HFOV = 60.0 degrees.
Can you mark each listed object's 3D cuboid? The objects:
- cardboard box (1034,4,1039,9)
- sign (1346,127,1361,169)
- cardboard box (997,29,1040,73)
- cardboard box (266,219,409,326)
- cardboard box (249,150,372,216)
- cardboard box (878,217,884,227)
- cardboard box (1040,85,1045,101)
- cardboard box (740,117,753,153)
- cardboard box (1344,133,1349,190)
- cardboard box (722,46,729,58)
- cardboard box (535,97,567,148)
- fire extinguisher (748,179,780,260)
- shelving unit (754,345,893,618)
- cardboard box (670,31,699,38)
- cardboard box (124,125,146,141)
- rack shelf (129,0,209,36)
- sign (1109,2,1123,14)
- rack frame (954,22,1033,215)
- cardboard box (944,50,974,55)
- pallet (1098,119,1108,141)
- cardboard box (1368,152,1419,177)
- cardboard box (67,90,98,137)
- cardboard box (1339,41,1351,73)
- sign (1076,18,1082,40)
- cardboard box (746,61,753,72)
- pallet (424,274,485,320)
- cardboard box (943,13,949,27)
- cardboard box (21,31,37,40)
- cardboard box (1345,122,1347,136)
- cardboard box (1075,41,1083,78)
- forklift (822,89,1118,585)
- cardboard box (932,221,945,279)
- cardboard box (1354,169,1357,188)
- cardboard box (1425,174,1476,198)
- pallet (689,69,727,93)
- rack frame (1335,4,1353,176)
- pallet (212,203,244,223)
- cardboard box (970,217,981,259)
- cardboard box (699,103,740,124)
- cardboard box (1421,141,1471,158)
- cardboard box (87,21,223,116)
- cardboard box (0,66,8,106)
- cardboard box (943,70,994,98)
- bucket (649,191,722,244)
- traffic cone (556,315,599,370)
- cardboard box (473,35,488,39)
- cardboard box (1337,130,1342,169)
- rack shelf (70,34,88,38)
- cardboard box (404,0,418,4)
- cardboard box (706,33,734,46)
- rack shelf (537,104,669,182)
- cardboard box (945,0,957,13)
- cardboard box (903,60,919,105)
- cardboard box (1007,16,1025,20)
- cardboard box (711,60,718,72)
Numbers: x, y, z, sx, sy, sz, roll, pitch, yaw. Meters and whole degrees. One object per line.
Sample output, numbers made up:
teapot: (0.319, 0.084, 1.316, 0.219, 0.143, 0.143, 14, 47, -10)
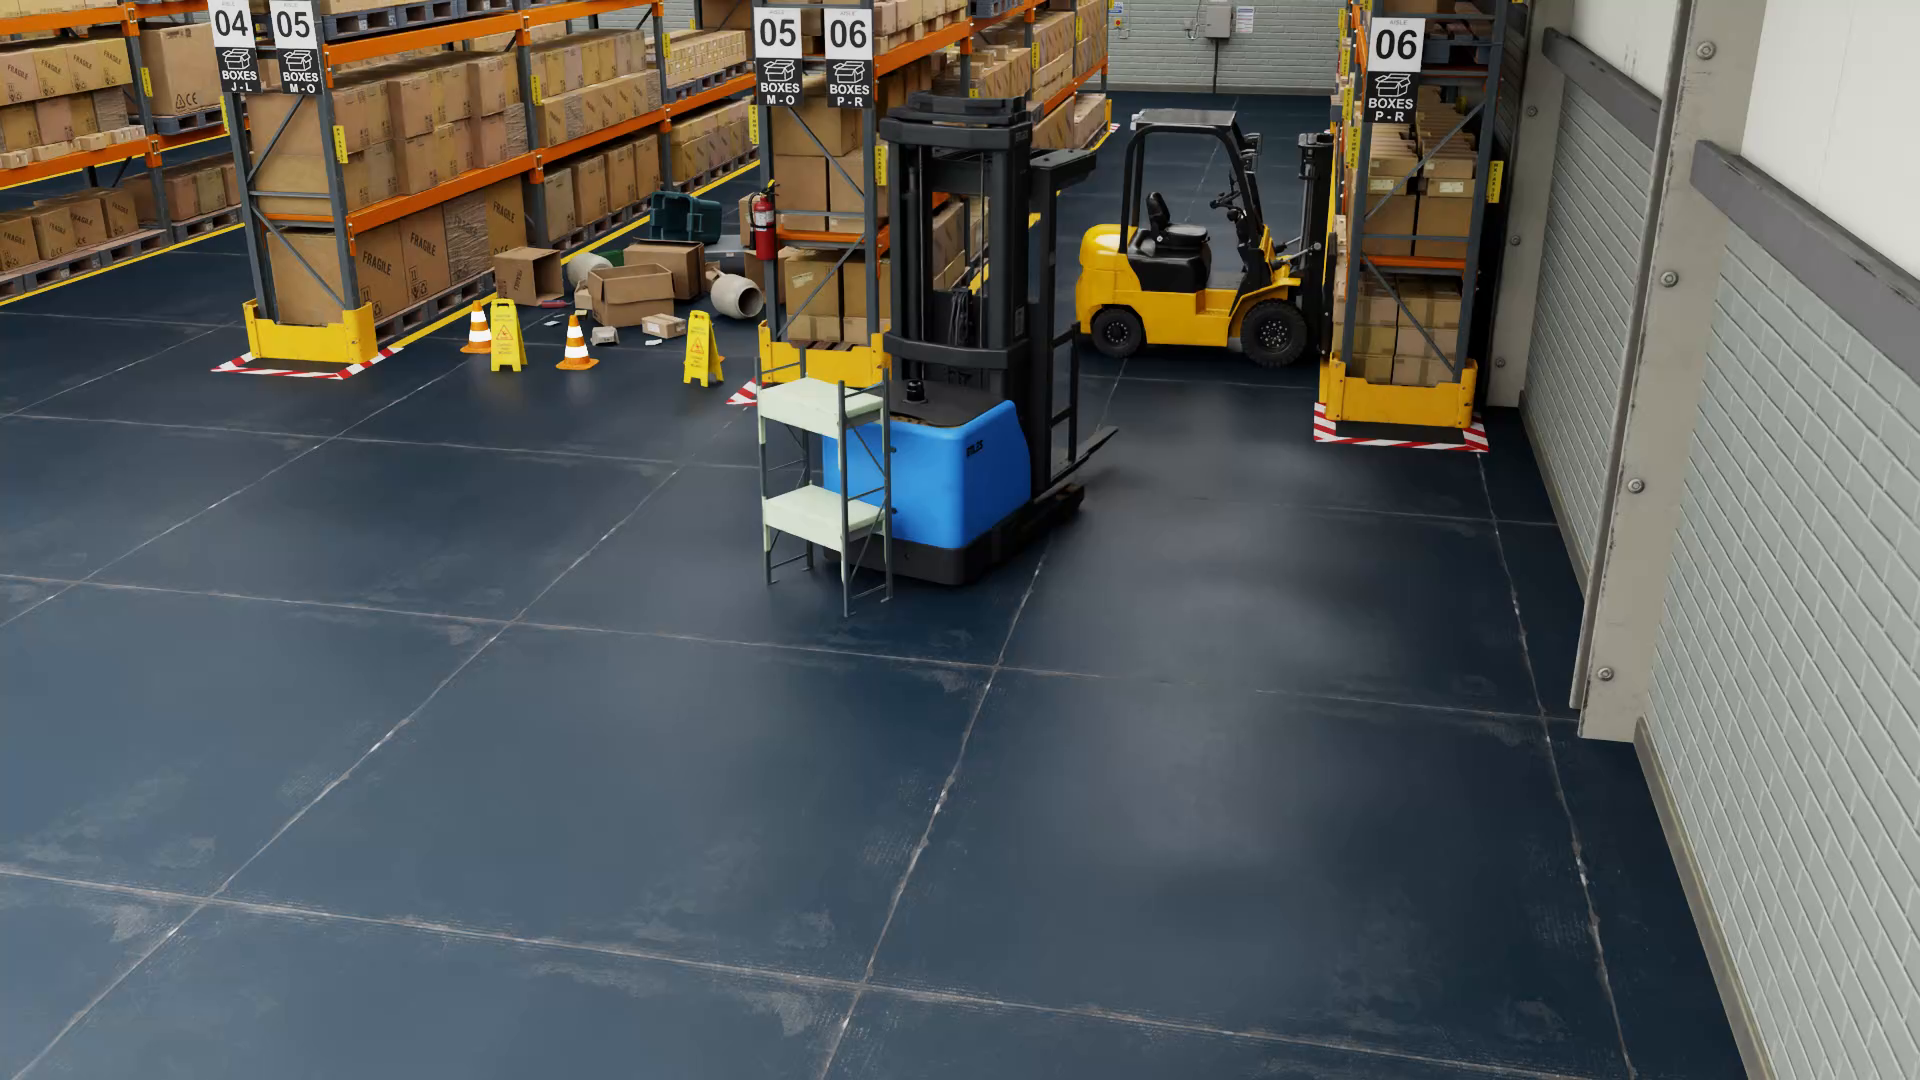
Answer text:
cardboard box: (0.995, -8.133, 25.193, 0.380, 0.149, 0.250, 4, 22, 10)
sign: (3.126, -3.113, 13.201, 0.100, 0.325, 0.005, 4, 22, 11)
cardboard box: (0.767, -6.394, 21.744, 0.500, 0.500, 0.500, 4, 22, 9)
cardboard box: (-5.998, -2.599, 16.075, 0.875, 0.875, 0.875, 5, 22, 11)
cardboard box: (-6.040, -3.346, 15.445, 0.875, 0.550, 0.550, 4, 22, 11)
cardboard box: (-0.896, -2.882, 14.831, 0.380, 0.149, 0.250, 5, 22, 12)
cardboard box: (0.861, -6.002, 22.442, 0.500, 0.250, 0.500, 4, 22, 9)
cardboard box: (-3.528, -6.271, 25.694, 0.500, 0.500, 0.500, 4, 22, 10)
cardboard box: (4.125, -3.787, 16.607, 0.500, 0.500, 0.500, 4, 22, 9)
cardboard box: (-3.669, -7.294, 24.826, 0.380, 0.149, 0.250, 4, 22, 9)
cardboard box: (-4.885, -4.818, 19.168, 0.500, 0.500, 0.500, 5, 22, 12)
fire extinguisher: (-1.680, -2.754, 14.280, 0.296, 0.674, 0.183, 4, 22, 11)
shelving unit: (-0.834, -0.369, 10.263, 0.755, 1.500, 0.431, 19, 29, 39)
cardboard box: (-4.205, -7.669, 25.357, 0.380, 0.149, 0.250, 5, 22, 12)
cardboard box: (-9.847, -4.798, 19.587, 0.380, 0.149, 0.250, 4, 22, 11)
rack shelf: (-9.683, -6.804, 21.181, 1.077, 0.370, 4.000, 4, 22, 11)
sign: (3.152, -10.864, 33.951, 0.327, 0.218, 0.001, 4, 22, 11)
rack frame: (0.427, -5.723, 21.547, 1.000, 3.000, 0.127, 4, 22, 11)
cardboard box: (0.009, -5.764, 20.555, 0.500, 0.500, 0.500, 6, 23, 14)
pallet: (1.973, -7.056, 28.592, 1.003, 0.211, 1.213, 4, 22, 11)
cardboard box: (3.521, -3.052, 13.516, 0.380, 0.149, 0.250, 5, 22, 11)
cardboard box: (-10.379, -4.859, 18.872, 0.875, 0.500, 0.500, 4, 22, 11)
cardboard box: (5.680, -6.700, 23.279, 0.700, 0.500, 0.500, 5, 22, 12)
sign: (1.776, -7.648, 24.884, 0.100, 0.325, 0.005, 4, 22, 11)
cardboard box: (-3.245, -7.488, 26.267, 0.380, 0.149, 0.250, 5, 23, 13)
pallet: (-5.734, -2.587, 17.494, 1.003, 0.211, 1.213, 4, 22, 11)
cardboard box: (-0.321, -5.215, 16.608, 0.380, 0.149, 0.250, 5, 22, 11)
cardboard box: (-17.477, -9.466, 30.708, 0.500, 0.500, 0.500, 4, 22, 10)
cardboard box: (4.752, -4.760, 19.358, 0.500, 0.250, 0.500, 4, 22, 9)
cardboard box: (1.595, -7.383, 25.538, 0.500, 0.500, 0.500, 5, 23, 13)
forklift: (0.234, -1.588, 11.374, 1.130, 2.935, 3.031, 11, 24, 25)
cardboard box: (-0.452, -2.917, 16.696, 0.500, 0.500, 0.500, 6, 23, 14)
cardboard box: (3.474, -3.011, 13.812, 0.380, 0.149, 0.250, 5, 22, 12)
cardboard box: (3.978, -2.871, 13.466, 0.380, 0.149, 0.250, 4, 22, 10)
pallet: (-4.076, -6.701, 24.234, 1.003, 0.211, 1.213, 4, 22, 11)
rack frame: (6.103, -6.808, 24.244, 1.000, 3.000, 0.127, 4, 22, 11)
pallet: (-9.686, -4.454, 22.130, 1.003, 0.211, 1.213, 4, 22, 11)
cardboard box: (-0.285, -3.428, 18.804, 0.950, 0.372, 0.625, 5, 22, 12)
cardboard box: (-3.646, -6.430, 25.085, 0.500, 0.250, 0.500, 6, 23, 13)
cardboard box: (4.124, -3.292, 14.111, 0.380, 0.149, 0.250, 5, 22, 11)
cardboard box: (-9.791, -5.768, 20.295, 1.000, 1.000, 1.000, 5, 22, 11)
cardboard box: (-10.318, -4.746, 17.252, 0.500, 0.500, 0.500, 4, 22, 11)
cardboard box: (0.089, -4.972, 18.589, 0.500, 0.500, 0.500, 5, 22, 11)
bucket: (-3.026, -3.561, 18.528, 0.726, 0.611, 0.620, 13, 15, 29)
traffic cone: (-3.536, -1.836, 15.293, 0.336, 0.463, 0.334, 4, 22, 11)
cardboard box: (-8.110, -8.513, 27.274, 0.500, 0.500, 0.500, 4, 22, 11)
cardboard box: (5.784, -5.684, 24.235, 0.500, 0.500, 0.500, 5, 23, 13)
rack shelf: (-17.747, -9.095, 30.884, 1.077, 0.370, 4.000, 4, 22, 11)
cardboard box: (-5.431, -5.216, 15.914, 0.380, 0.149, 0.250, 4, 22, 11)
cardboard box: (-3.623, -7.526, 25.002, 0.380, 0.149, 0.250, 4, 22, 9)
rack shelf: (-4.848, -4.998, 20.711, 1.077, 0.370, 4.000, 4, 22, 11)
cardboard box: (-0.318, -5.353, 16.416, 0.500, 0.250, 0.500, 4, 22, 10)
cardboard box: (-0.817, -4.578, 16.836, 0.700, 0.500, 0.500, 5, 22, 11)
cardboard box: (0.691, -7.185, 23.707, 0.500, 0.500, 0.500, 4, 22, 10)
cardboard box: (-3.773, -6.967, 24.412, 0.380, 0.149, 0.250, 5, 23, 13)
